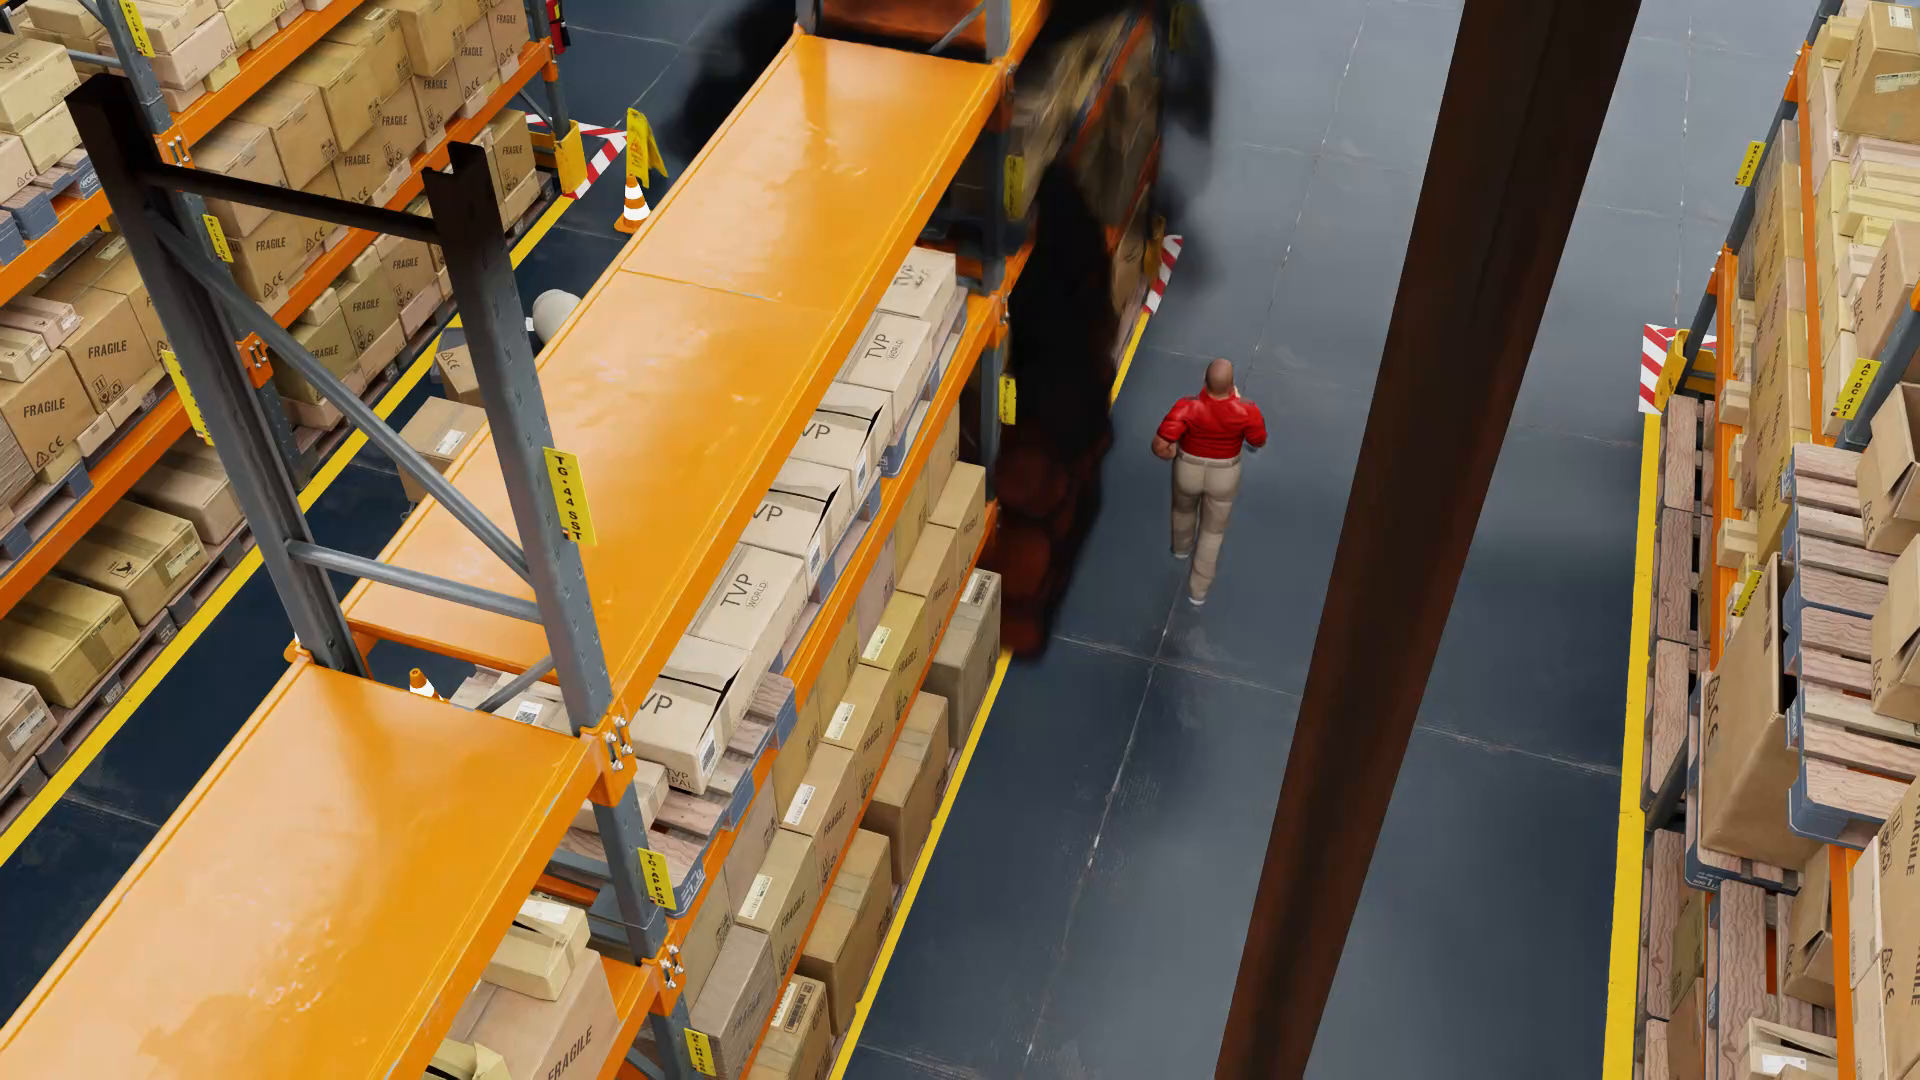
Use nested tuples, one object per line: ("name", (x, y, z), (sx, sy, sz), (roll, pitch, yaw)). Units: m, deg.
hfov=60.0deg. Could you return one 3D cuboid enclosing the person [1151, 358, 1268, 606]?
("person", (1.458, -0.349, 9.925), (0.642, 1.742, 0.732), (9, 46, 9))
